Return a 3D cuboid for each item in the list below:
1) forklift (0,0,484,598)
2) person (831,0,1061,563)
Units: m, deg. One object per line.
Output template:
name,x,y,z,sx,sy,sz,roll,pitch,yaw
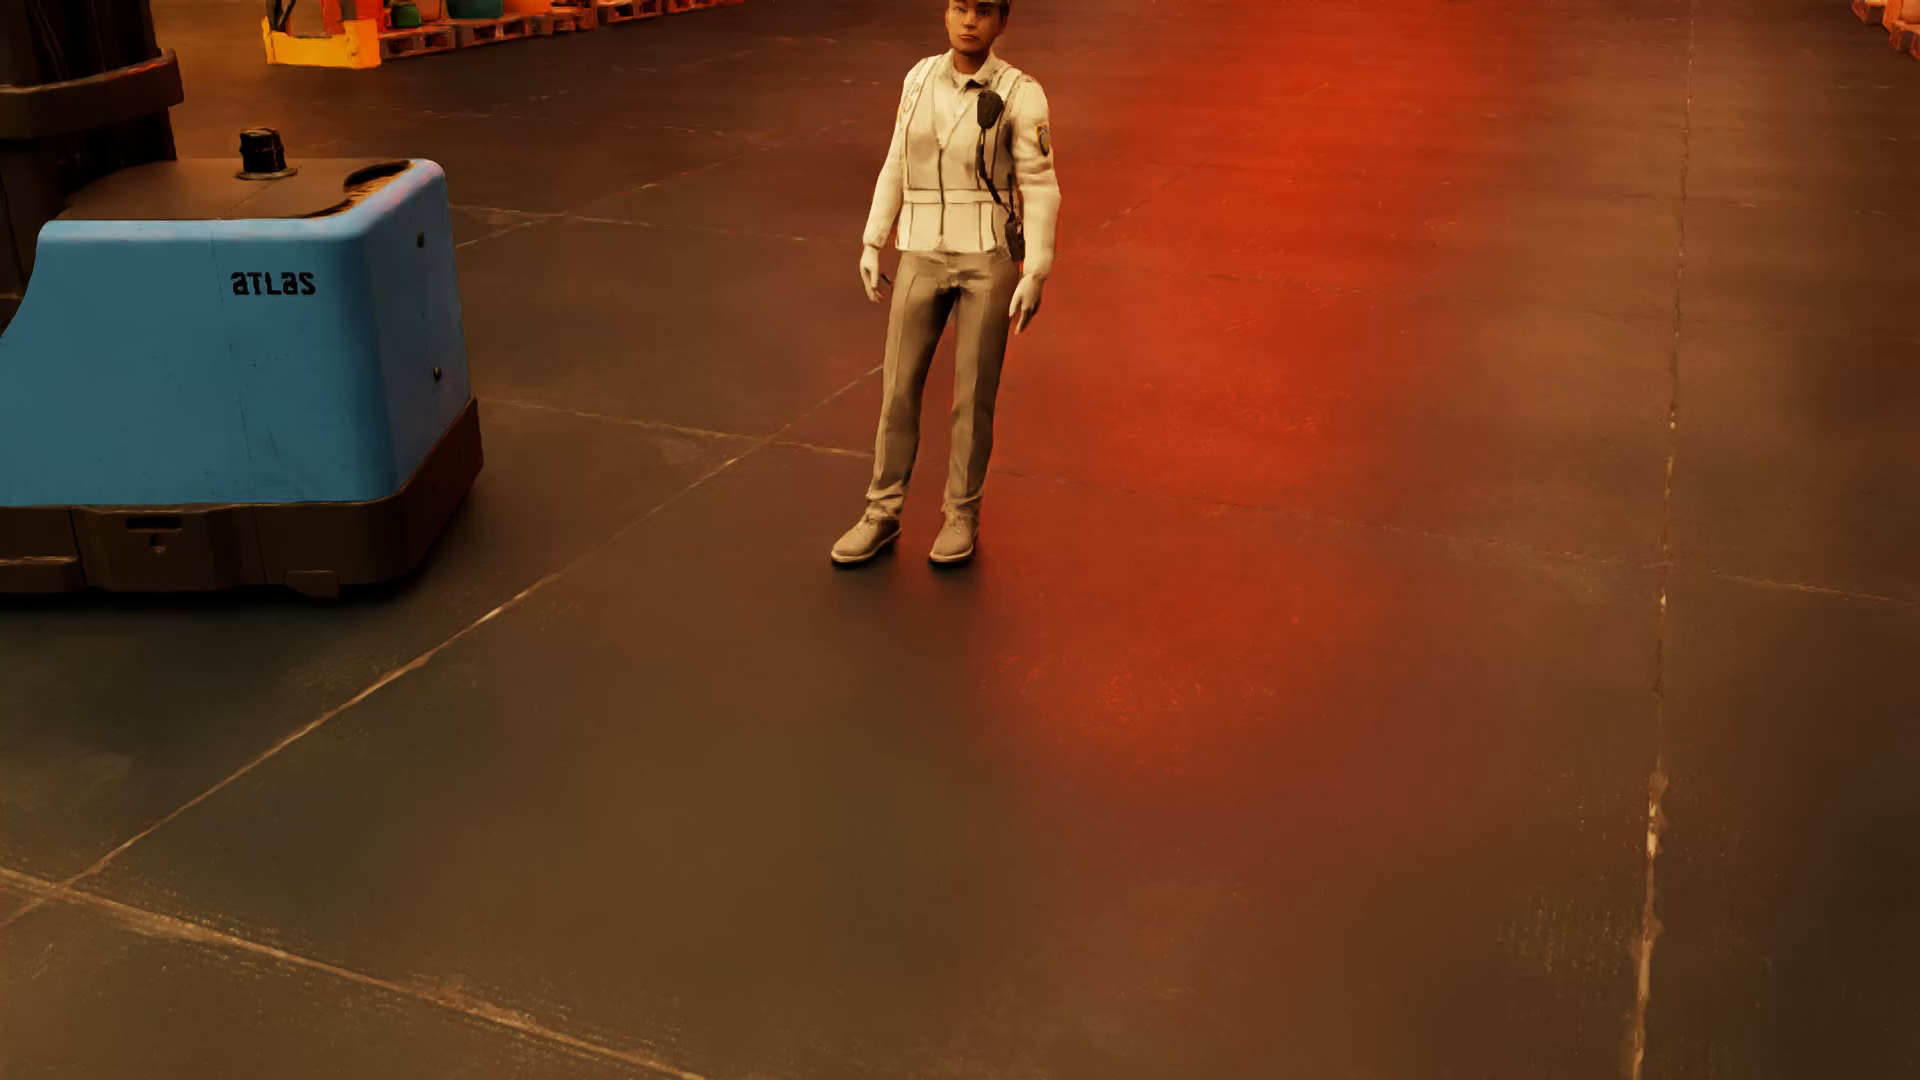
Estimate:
forklift,-3.073,-1.348,4.517,3.031,2.935,1.130,-1,23,-2
person,-0.032,-0.765,4.708,0.586,1.695,0.533,9,24,21
